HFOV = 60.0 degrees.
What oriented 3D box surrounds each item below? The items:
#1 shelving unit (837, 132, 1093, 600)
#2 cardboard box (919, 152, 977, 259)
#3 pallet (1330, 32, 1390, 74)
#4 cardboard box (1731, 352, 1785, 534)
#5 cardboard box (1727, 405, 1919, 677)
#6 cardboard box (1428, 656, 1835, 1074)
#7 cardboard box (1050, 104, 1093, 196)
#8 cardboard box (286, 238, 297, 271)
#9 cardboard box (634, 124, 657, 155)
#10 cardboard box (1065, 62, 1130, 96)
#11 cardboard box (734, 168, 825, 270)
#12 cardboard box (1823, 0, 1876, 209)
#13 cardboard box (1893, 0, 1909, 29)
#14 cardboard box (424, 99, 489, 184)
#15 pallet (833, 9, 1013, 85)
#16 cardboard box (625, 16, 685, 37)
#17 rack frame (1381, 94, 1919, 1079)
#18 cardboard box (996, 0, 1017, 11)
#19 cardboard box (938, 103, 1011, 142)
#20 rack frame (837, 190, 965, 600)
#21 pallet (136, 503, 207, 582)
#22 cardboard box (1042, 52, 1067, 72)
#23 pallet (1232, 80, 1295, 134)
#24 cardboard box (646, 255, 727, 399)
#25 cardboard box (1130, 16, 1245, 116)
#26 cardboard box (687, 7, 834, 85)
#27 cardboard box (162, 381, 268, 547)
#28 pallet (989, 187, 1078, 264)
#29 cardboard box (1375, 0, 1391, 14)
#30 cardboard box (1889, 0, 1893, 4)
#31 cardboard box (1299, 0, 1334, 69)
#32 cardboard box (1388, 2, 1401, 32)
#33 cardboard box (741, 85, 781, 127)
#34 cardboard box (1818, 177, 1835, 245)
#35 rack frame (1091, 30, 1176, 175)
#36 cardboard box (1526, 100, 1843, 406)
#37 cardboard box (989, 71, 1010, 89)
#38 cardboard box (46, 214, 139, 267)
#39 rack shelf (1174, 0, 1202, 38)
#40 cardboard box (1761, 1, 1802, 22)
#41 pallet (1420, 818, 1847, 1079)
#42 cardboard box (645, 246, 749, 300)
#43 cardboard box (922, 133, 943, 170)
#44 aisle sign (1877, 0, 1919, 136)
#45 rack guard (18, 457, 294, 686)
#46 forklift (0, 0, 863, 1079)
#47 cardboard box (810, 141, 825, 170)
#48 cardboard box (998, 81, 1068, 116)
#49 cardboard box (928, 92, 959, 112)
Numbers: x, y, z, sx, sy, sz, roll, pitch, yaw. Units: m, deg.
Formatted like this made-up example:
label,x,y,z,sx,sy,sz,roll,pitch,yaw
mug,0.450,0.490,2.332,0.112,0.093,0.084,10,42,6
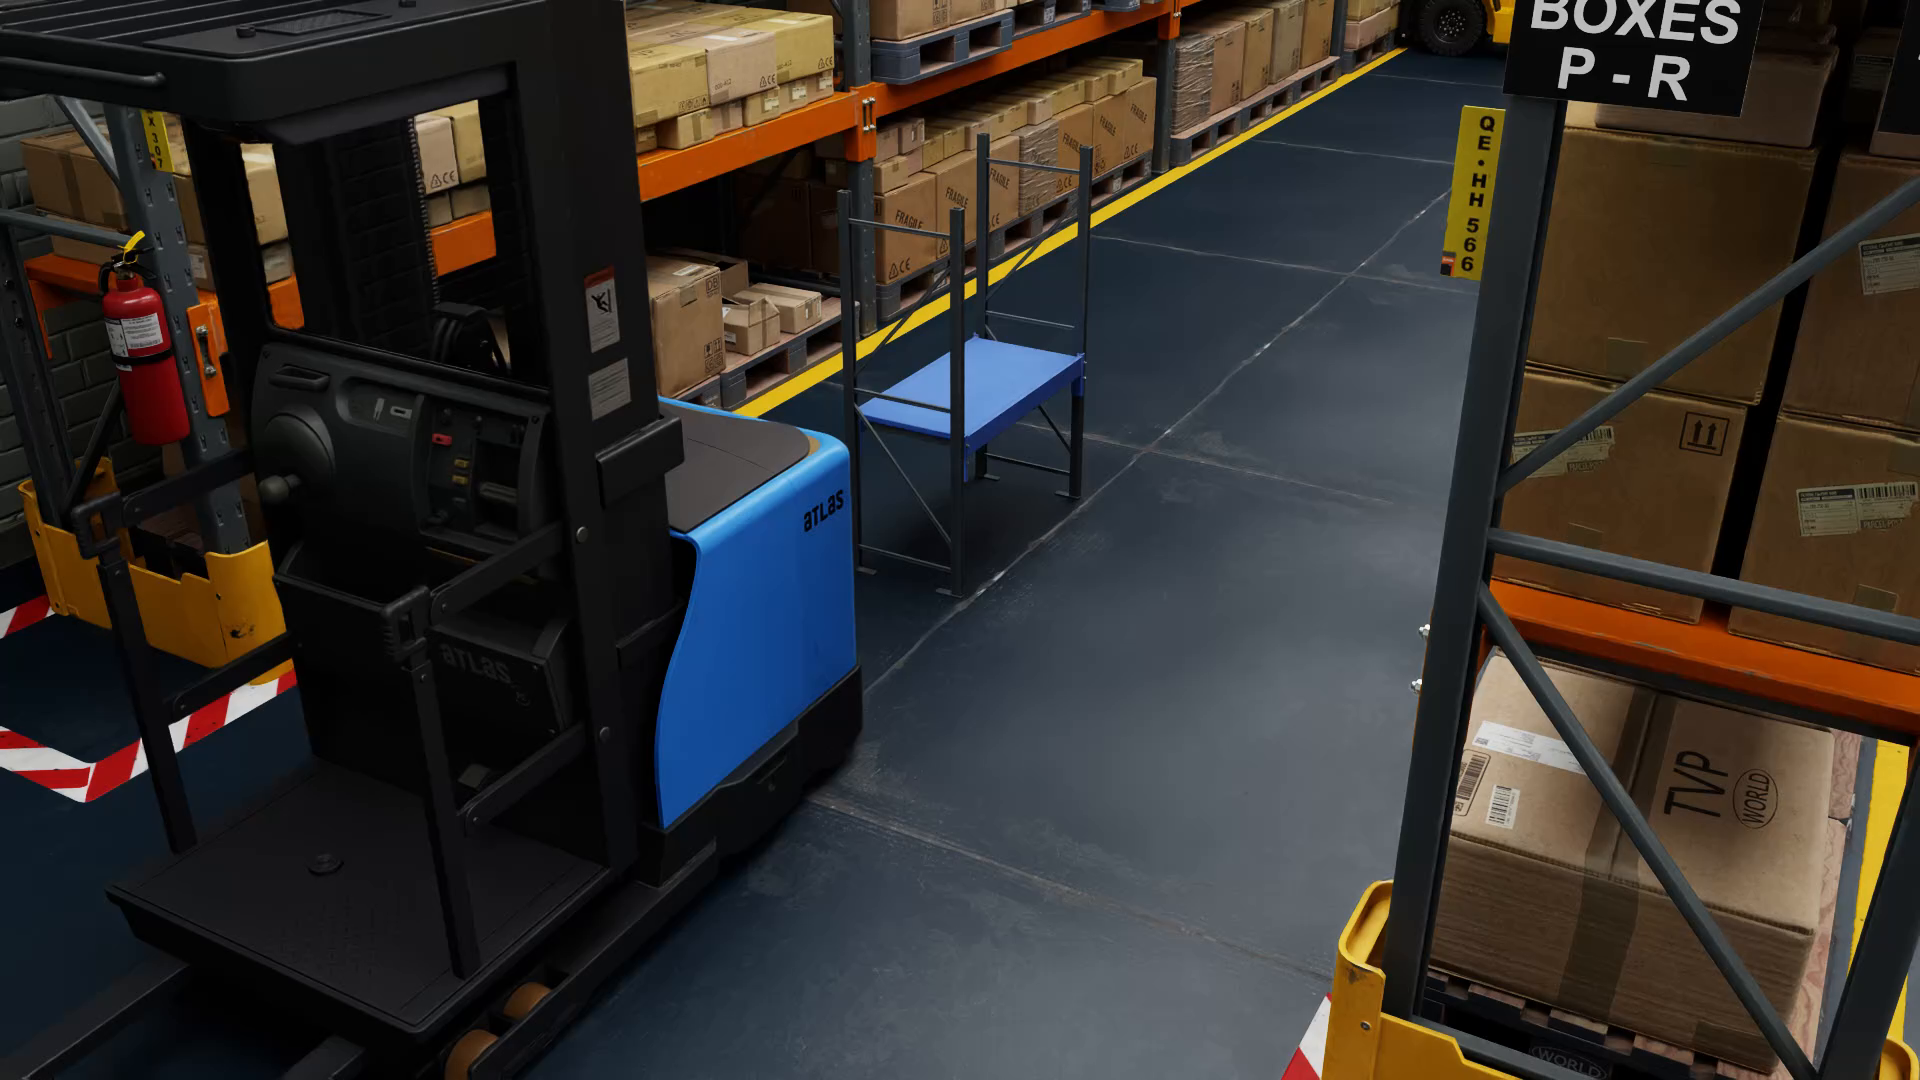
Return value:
label,x,y,z,sx,sy,sz,roll,pitch,yaw
shelving unit,0.042,-0.704,6.481,0.538,1.500,1.048,14,30,26
cardboard box,-0.225,-1.971,9.660,0.500,0.500,0.500,14,30,25
pallet,3.451,-4.724,15.951,1.003,0.211,1.213,14,30,26
cardboard box,1.710,-0.385,4.057,0.500,0.500,0.500,14,30,25
cardboard box,1.929,-0.071,3.428,0.500,0.500,0.500,14,30,26
cardboard box,1.681,0.777,4.241,0.875,0.438,0.875,13,29,24
cardboard box,0.524,-2.572,10.860,0.500,0.500,0.500,16,31,28
cardboard box,-2.395,-1.058,5.794,0.380,0.149,0.250,15,30,27
cardboard box,-1.543,-1.769,7.215,0.380,0.149,0.250,15,30,27
cardboard box,0.926,-3.110,11.211,0.380,0.149,0.250,13,29,23
cardboard box,-0.928,-1.879,9.476,0.500,0.500,0.500,14,30,26
cardboard box,2.200,-1.232,4.631,0.500,0.500,0.500,14,30,26
cardboard box,2.351,-1.176,3.794,0.380,0.149,0.250,15,30,27
cardboard box,-1.928,-1.572,6.374,0.500,0.250,0.500,14,30,25
pallet,-0.424,-2.754,9.115,1.003,0.211,1.213,14,30,26
cardboard box,-1.632,-2.288,7.805,0.500,0.250,0.500,14,30,26
rack frame,1.443,0.098,3.203,1.000,3.000,0.127,14,30,26
cardboard box,0.105,-3.137,9.347,0.396,0.266,0.258,16,31,29
cardboard box,0.084,-2.517,10.025,0.380,0.149,0.250,15,30,28
rack frame,-0.208,-0.506,6.085,0.500,1.500,0.032,14,30,26
pallet,-2.451,-0.087,6.689,1.003,0.211,1.213,14,30,26
cardboard box,0.528,-3.337,11.664,0.380,0.149,0.250,16,31,29
pallet,2.096,-3.650,13.806,1.003,0.211,1.213,14,30,26
cardboard box,-1.532,-1.010,7.741,0.700,0.500,0.500,13,29,24
cardboard box,1.689,-3.734,13.042,0.875,0.625,0.625,15,30,28
cardboard box,-0.950,-2.366,7.961,0.500,0.250,0.500,15,30,27
cardboard box,-2.497,-0.283,6.283,0.797,0.503,0.637,13,29,24
pallet,0.054,-2.108,10.726,1.003,0.211,1.213,14,30,26
cardboard box,3.776,-5.169,15.770,0.500,0.250,0.500,14,30,26
cardboard box,2.966,-1.821,5.807,0.500,0.500,0.500,14,30,26
cardboard box,2.776,-4.590,14.753,0.875,0.625,0.625,16,31,28
cardboard box,4.025,-5.149,16.288,0.500,0.250,0.500,15,30,27
cardboard box,-1.065,-2.047,7.770,0.380,0.149,0.250,15,30,27
cardboard box,2.451,-0.993,5.271,0.500,0.500,0.500,14,30,26
rack frame,1.055,-4.111,11.612,1.000,3.000,0.127,14,30,26
cardboard box,1.473,-0.634,3.437,0.500,0.500,0.500,15,30,28
cardboard box,0.106,-3.039,11.069,0.380,0.149,0.250,13,29,24
cardboard box,-2.951,-1.070,5.816,0.380,0.149,0.250,14,30,26
rack shelf,2.039,-4.569,13.330,1.077,0.370,4.000,14,30,26
cardboard box,1.603,-1.091,3.626,0.380,0.149,0.250,14,30,26
pallet,1.769,1.016,4.485,1.003,0.211,1.213,14,30,26
cardboard box,-1.443,-1.333,8.596,0.500,0.311,0.500,15,30,28
cardboard box,-0.319,-2.221,9.435,0.380,0.149,0.250,13,29,23
aisle sign,1.660,-0.973,2.438,0.394,0.787,0.004,14,30,26
rack guard,-2.843,0.095,6.003,1.175,0.500,0.348,14,30,26
forklift,-1.466,-0.183,3.842,1.130,2.935,3.031,14,30,26
cardboard box,-0.857,-2.223,9.439,0.380,0.149,0.250,14,30,26
cardboard box,0.466,-2.827,10.645,0.380,0.149,0.250,14,30,25
cardboard box,-0.232,-2.725,10.442,0.380,0.149,0.250,13,29,24
